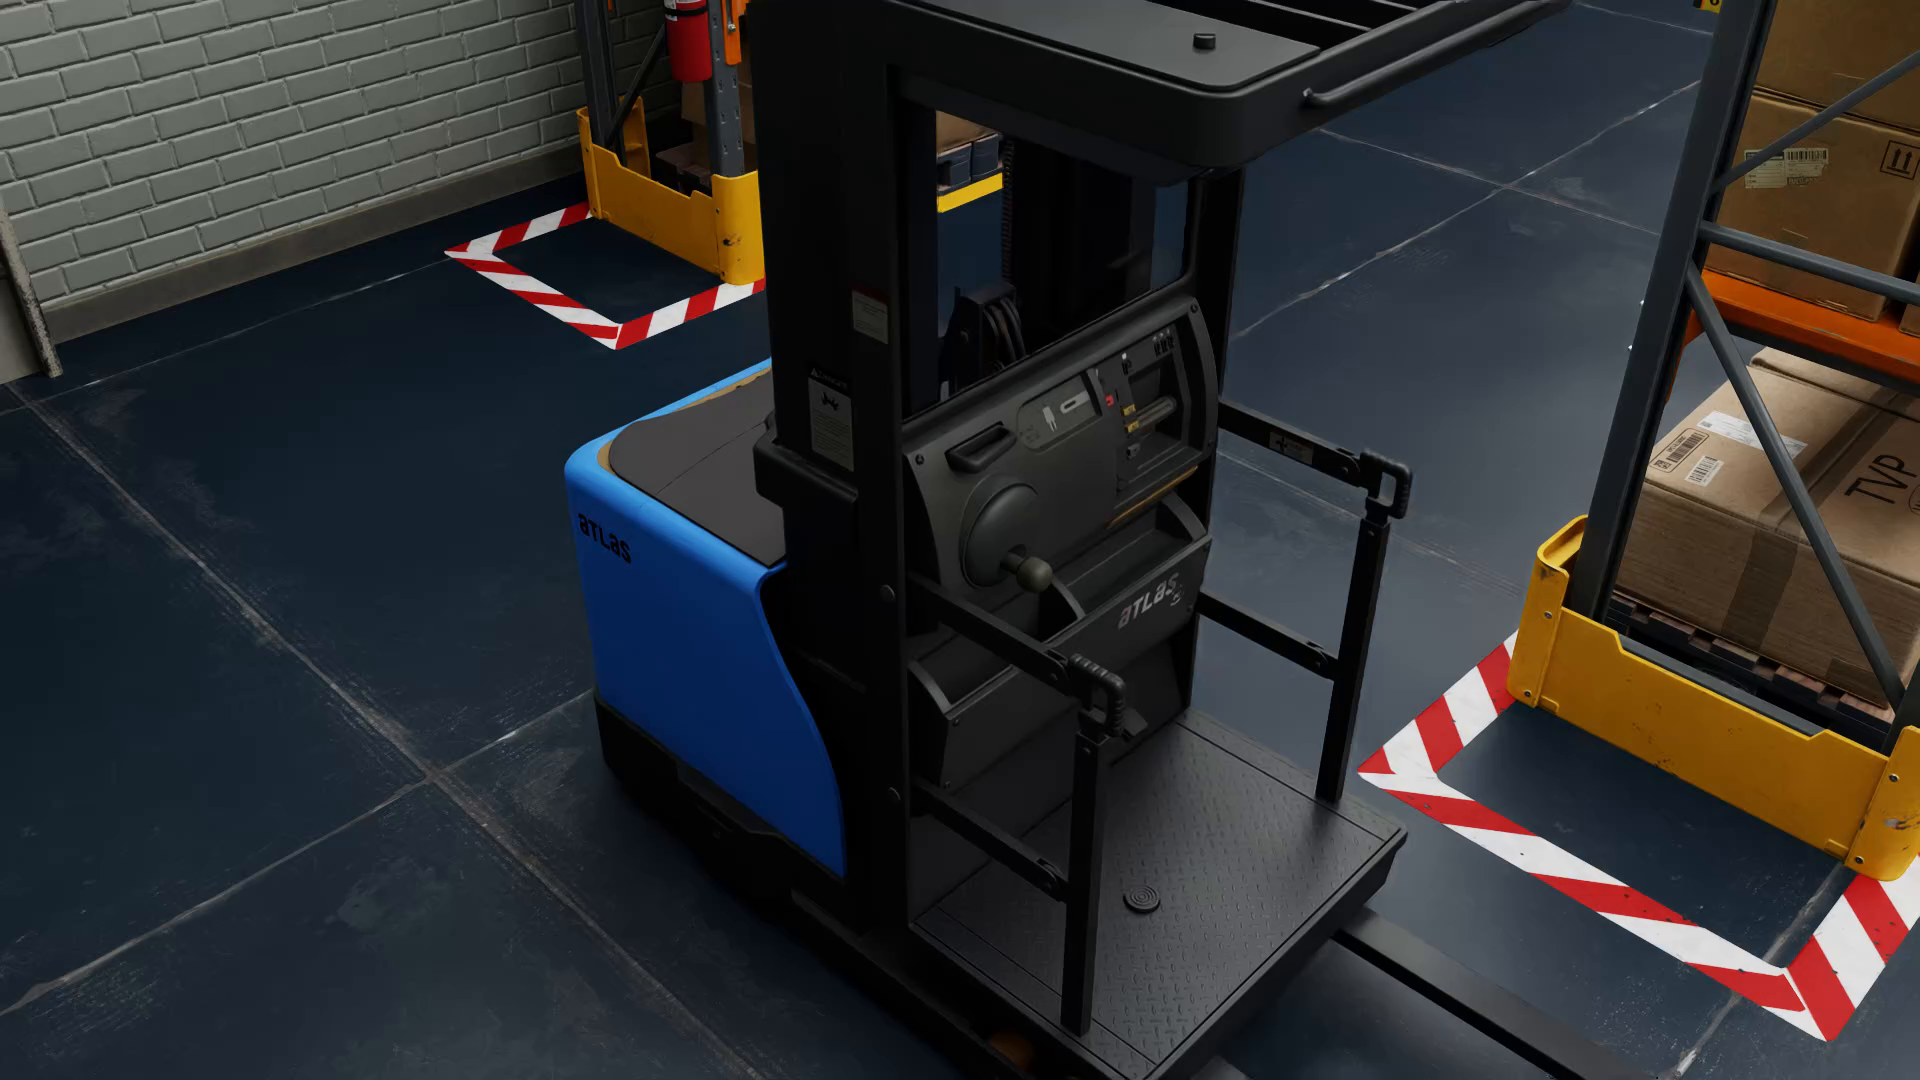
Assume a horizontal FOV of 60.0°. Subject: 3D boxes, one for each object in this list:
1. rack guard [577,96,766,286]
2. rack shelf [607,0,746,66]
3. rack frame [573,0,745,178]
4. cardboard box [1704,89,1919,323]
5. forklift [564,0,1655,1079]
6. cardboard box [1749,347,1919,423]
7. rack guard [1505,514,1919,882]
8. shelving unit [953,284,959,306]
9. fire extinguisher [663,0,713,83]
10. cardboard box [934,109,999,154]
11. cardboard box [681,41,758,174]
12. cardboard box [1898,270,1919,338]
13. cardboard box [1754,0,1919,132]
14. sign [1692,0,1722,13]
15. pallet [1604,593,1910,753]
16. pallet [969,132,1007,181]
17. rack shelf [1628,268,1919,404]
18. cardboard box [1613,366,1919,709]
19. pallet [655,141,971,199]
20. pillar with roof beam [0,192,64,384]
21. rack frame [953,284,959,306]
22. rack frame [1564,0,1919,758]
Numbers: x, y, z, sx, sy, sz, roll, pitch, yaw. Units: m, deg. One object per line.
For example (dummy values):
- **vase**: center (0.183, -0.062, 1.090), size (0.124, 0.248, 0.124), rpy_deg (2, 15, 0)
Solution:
- **rack guard**: center (-1.274, -1.622, 7.638), size (1.175, 0.500, 0.348), rpy_deg (30, 45, 35)
- **rack shelf**: center (0.082, -3.133, 8.249), size (1.077, 0.370, 4.000), rpy_deg (30, 45, 35)
- **rack frame**: center (-1.327, -2.616, 6.879), size (1.000, 3.000, 0.127), rpy_deg (30, 45, 35)
- **cardboard box**: center (2.350, -0.961, 4.418), size (0.500, 0.500, 0.500), rpy_deg (-30, 45, -35)
- **forklift**: center (0.397, -0.160, 3.417), size (3.031, 2.935, 1.130), rpy_deg (28, 44, 34)
- **cardboard box**: center (3.231, -0.421, 5.605), size (0.875, 0.438, 0.875), rpy_deg (-29, 44, -34)
- **rack guard**: center (2.181, 0.418, 4.714), size (1.175, 0.500, 0.348), rpy_deg (30, 45, 35)
- **shelving unit**: center (-0.006, -0.366, 5.488), size (0.258, 0.900, 0.210), rpy_deg (30, 45, 35)
- **fire extinguisher**: center (-1.103, -2.185, 6.655), size (0.296, 0.674, 0.183), rpy_deg (30, 45, 35)
- **cardboard box**: center (-0.199, -2.304, 8.250), size (0.500, 0.500, 0.700), rpy_deg (-28, 44, -34)
- **cardboard box**: center (-0.829, -1.974, 7.774), size (0.797, 0.503, 0.637), rpy_deg (28, 43, 34)
- **cardboard box**: center (2.740, -0.737, 4.097), size (0.500, 0.500, 0.500), rpy_deg (29, 44, 35)
- **cardboard box**: center (2.369, -1.360, 4.116), size (0.500, 0.500, 0.500), rpy_deg (-28, 44, -34)
- **sign**: center (1.823, -1.413, 3.935), size (0.100, 0.325, 0.005), rpy_deg (30, 45, 35)
- **pallet**: center (2.706, 0.171, 5.321), size (1.003, 0.211, 1.213), rpy_deg (30, 45, 35)
- **pallet**: center (0.147, -2.320, 8.892), size (1.003, 0.211, 1.213), rpy_deg (30, 45, 35)
- **rack shelf**: center (3.607, -1.134, 5.382), size (1.077, 0.370, 4.000), rpy_deg (30, 45, 35)
- **cardboard box**: center (2.592, -0.047, 5.067), size (0.875, 0.438, 0.875), rpy_deg (28, 44, 34)
- **pallet**: center (-0.713, -1.827, 8.185), size (1.003, 0.211, 1.213), rpy_deg (30, 45, 35)
- **pillar with roof beam**: center (-0.811, -2.610, 1.626), size (9.100, 9.000, 0.400), rpy_deg (30, 45, 35)
- **rack frame**: center (0.066, -0.407, 5.547), size (0.240, 0.900, 0.006), rpy_deg (30, 45, 35)
- **rack frame**: center (2.198, -0.617, 4.013), size (1.000, 3.000, 0.127), rpy_deg (30, 45, 35)
